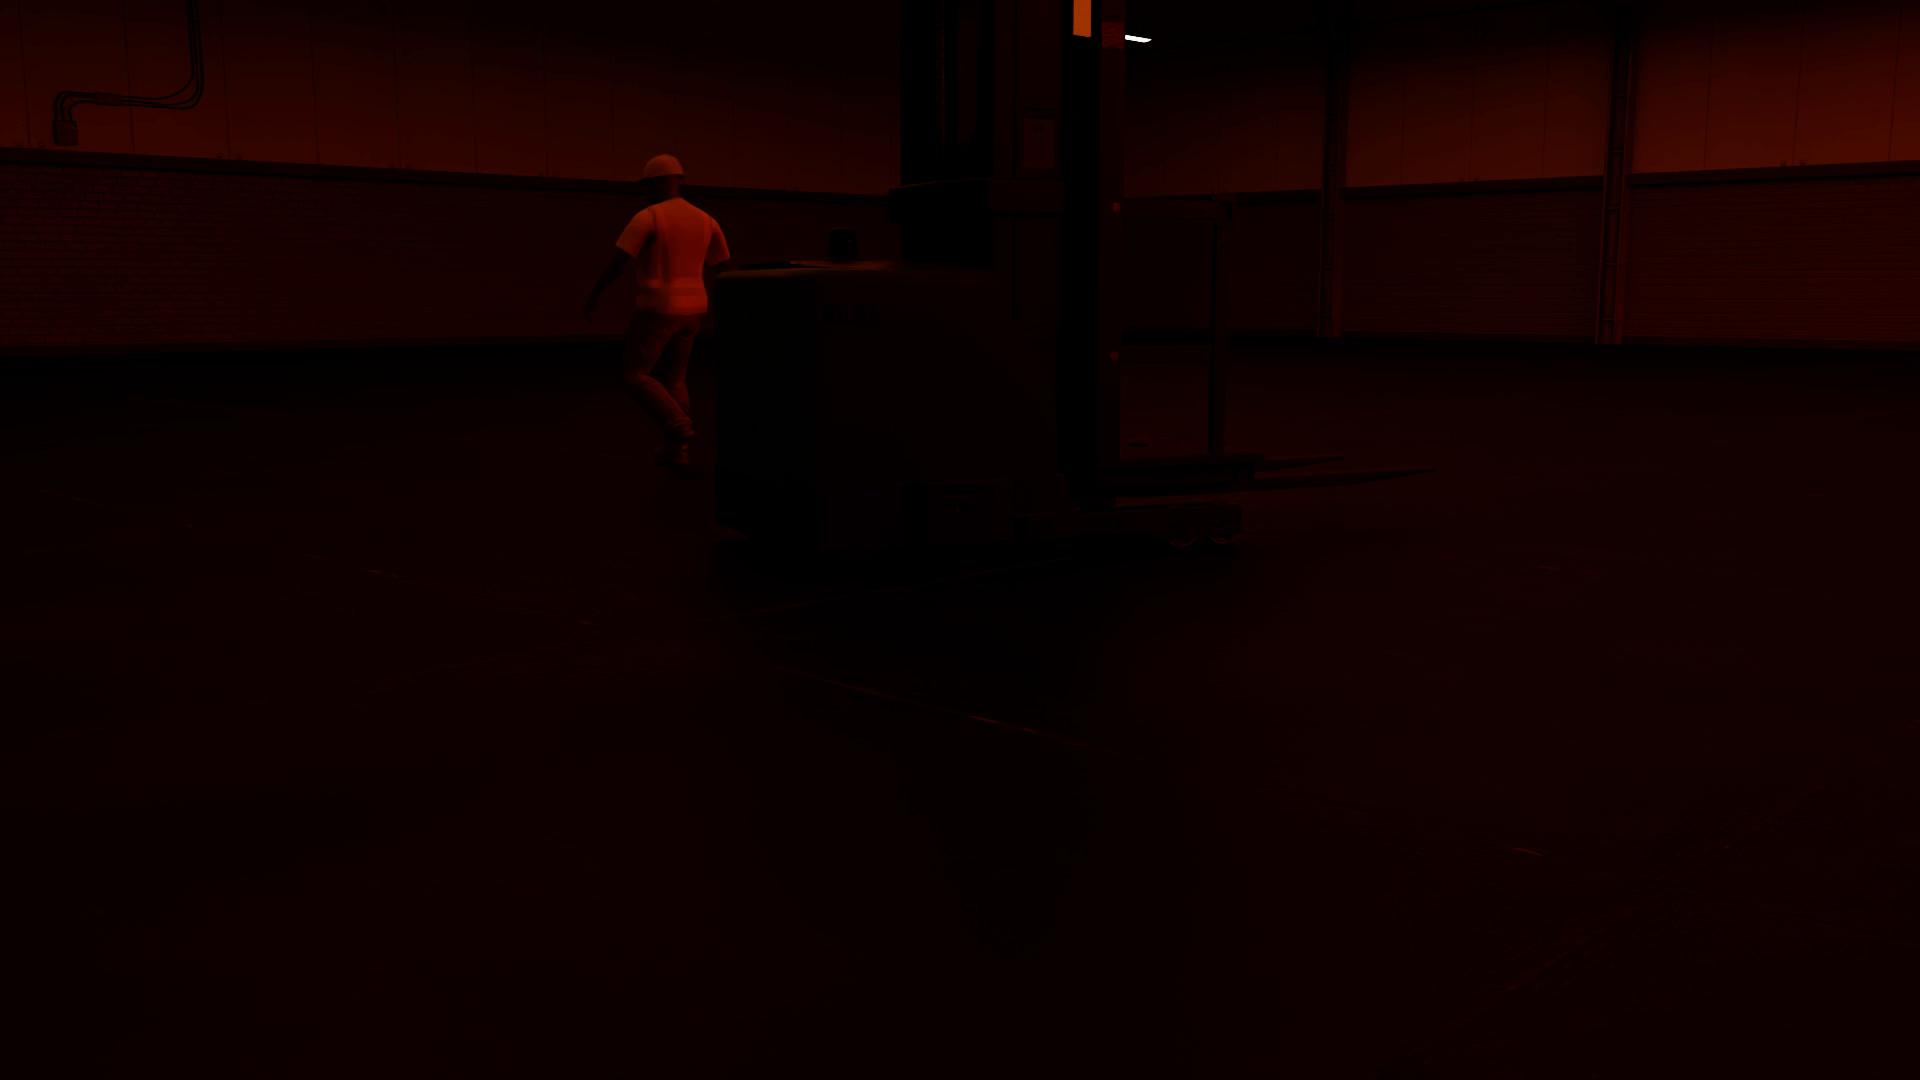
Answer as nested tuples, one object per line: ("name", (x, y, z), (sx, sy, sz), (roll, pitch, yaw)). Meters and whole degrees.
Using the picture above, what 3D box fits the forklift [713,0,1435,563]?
("forklift", (0.566, -1.488, 6.758), (3.031, 2.935, 1.130), (-4, 9, -25))

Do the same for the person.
("person", (-1.636, -1.285, 9.385), (0.583, 1.747, 0.829), (7, 11, 38))
